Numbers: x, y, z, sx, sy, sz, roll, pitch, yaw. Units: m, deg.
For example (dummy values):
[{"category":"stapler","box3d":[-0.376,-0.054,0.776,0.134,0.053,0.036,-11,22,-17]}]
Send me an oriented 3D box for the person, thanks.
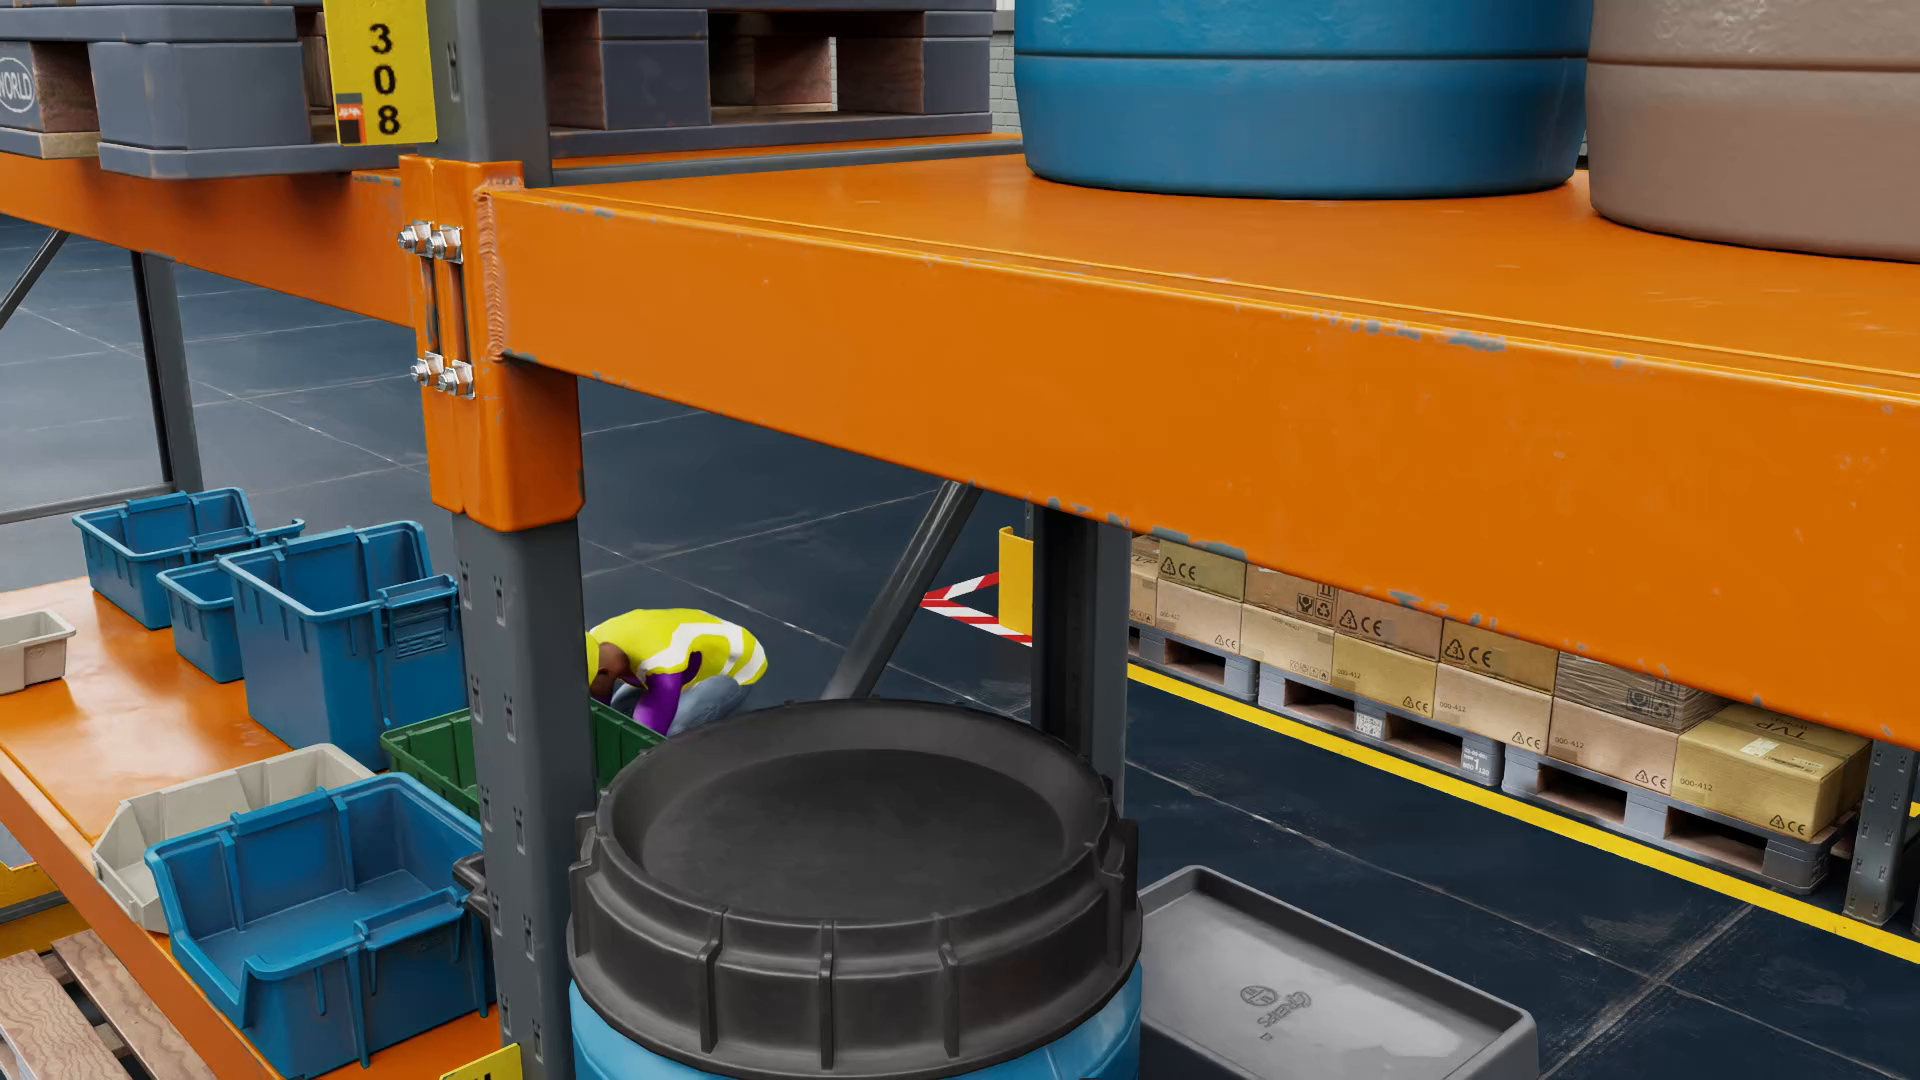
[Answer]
[{"category":"person","box3d":[-1.188,0.667,6.564,0.954,0.828,0.529,-16,23,-42]}]
